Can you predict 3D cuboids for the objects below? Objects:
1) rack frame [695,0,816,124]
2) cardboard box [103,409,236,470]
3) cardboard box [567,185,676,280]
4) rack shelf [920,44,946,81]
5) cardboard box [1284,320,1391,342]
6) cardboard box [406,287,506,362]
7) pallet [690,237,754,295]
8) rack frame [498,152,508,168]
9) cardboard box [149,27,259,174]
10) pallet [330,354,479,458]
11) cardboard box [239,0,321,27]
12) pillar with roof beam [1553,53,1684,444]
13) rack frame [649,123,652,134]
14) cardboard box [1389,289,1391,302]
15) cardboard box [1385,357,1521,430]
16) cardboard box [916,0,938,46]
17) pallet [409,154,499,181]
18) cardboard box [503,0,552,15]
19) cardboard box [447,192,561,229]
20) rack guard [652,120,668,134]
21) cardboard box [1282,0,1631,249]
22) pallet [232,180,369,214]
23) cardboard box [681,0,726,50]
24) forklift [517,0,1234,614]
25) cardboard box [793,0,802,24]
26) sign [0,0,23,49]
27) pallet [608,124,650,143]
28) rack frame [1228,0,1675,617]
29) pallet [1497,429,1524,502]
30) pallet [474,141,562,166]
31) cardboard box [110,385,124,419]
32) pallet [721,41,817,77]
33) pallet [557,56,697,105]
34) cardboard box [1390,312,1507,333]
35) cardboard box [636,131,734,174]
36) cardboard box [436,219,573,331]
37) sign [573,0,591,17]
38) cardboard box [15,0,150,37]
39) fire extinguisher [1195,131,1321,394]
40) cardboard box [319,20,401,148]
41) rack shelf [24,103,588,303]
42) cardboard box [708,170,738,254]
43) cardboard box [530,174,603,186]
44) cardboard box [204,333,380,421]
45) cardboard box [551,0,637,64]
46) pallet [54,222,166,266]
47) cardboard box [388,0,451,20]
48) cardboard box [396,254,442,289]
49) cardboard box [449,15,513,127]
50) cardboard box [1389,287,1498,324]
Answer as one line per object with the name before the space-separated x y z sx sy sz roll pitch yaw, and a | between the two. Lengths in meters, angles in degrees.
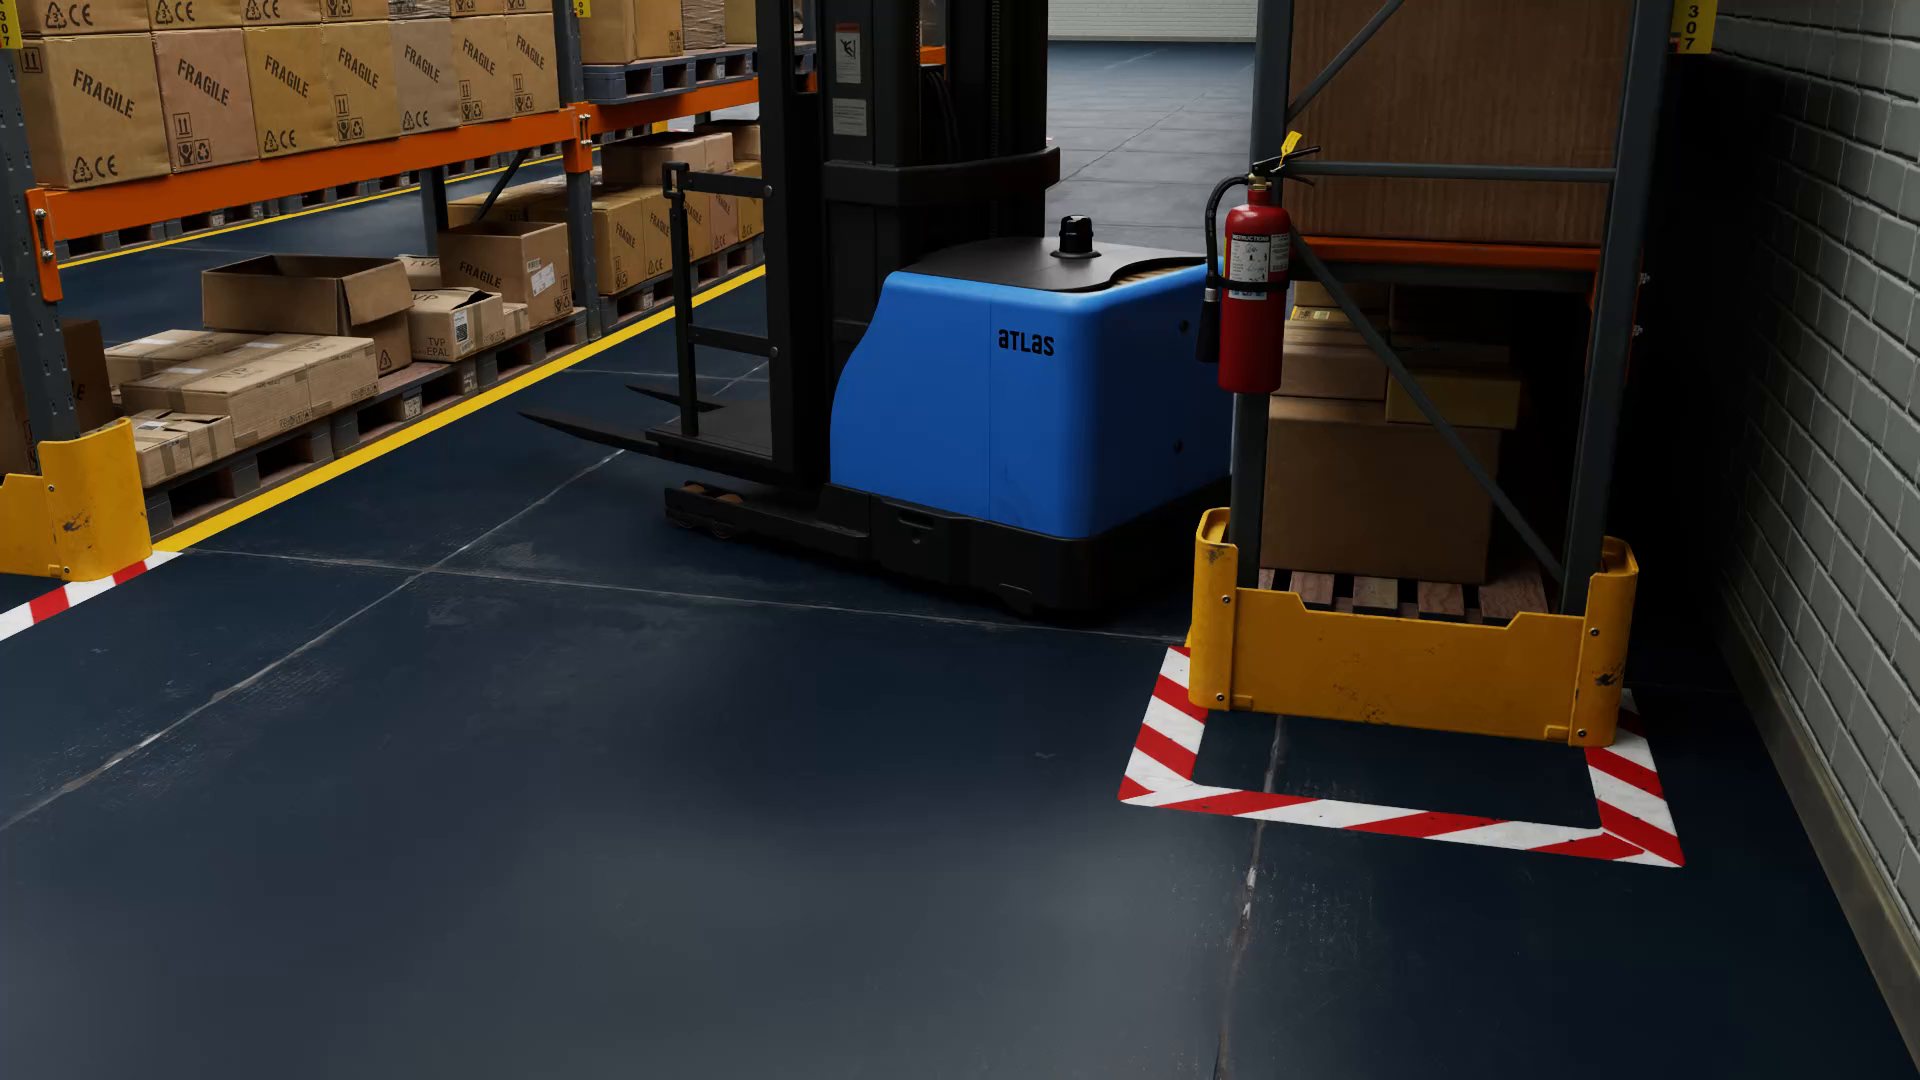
rack frame | -1.586 -3.853 12.826 1.000 3.000 0.127 5 19 13
cardboard box | -3.044 -0.395 6.406 0.380 0.166 0.250 5 19 13
cardboard box | -2.089 -1.925 10.368 0.500 0.500 0.500 5 19 14
rack shelf | -1.097 -4.139 14.778 1.077 0.370 4.000 5 19 13
cardboard box | 1.255 -0.640 5.635 0.380 0.149 0.250 5 20 15
cardboard box | -2.610 -1.099 8.243 0.500 0.311 0.500 5 19 13
pallet | -2.105 -1.921 11.485 1.003 0.211 1.213 5 19 13
rack frame | -5.411 -5.499 17.646 1.000 3.000 0.127 5 19 13
cardboard box | -3.055 -1.673 6.290 0.500 0.500 0.500 4 19 13
pallet | -3.028 -0.680 7.853 1.003 0.211 1.213 5 19 13
cardboard box | -2.929 -2.305 6.593 0.500 0.500 0.500 5 19 14
pillar with roof beam | -1.265 -5.100 7.197 9.100 9.000 0.400 5 19 13
rack frame | -4.433 -6.752 21.316 1.000 3.000 0.127 5 19 13
cardboard box | 1.934 -1.008 6.712 0.380 0.149 0.250 5 19 14
cardboard box | 1.502 -0.450 5.079 0.380 0.149 0.250 5 19 14
cardboard box | -0.506 -5.293 16.889 0.700 0.500 0.500 4 19 12
pallet | -5.565 -3.930 17.367 1.003 0.211 1.213 5 19 13
cardboard box | -2.436 -2.940 8.454 0.500 0.500 0.500 5 19 14
cardboard box | -2.720 -1.801 10.008 0.500 0.500 0.500 5 19 13
rack guard | -4.406 -5.542 21.640 1.175 0.500 0.348 5 19 13
cardboard box | 1.379 -1.258 4.765 0.980 0.700 0.700 6 20 16
pallet | -6.161 -3.165 15.128 1.003 0.211 1.213 5 19 13
cardboard box | -2.039 -3.621 11.343 0.700 0.500 0.500 9 21 24
forklift | -0.496 -1.511 6.078 3.031 2.935 1.130 14 23 35
cardboard box | -1.192 -4.427 14.354 0.500 0.500 0.500 4 19 10
sign | -3.014 -1.712 5.220 0.100 0.325 0.005 5 19 13
pallet | -4.610 -5.151 20.942 1.003 0.211 1.213 5 19 13
rack frame | 1.264 -0.955 4.343 1.000 3.000 0.127 5 19 13
pallet | 1.684 -0.273 6.662 1.003 0.211 1.213 5 19 13
pallet | -5.206 -4.386 18.703 1.003 0.211 1.213 5 19 13
cardboard box | -3.460 -0.522 6.779 0.380 0.166 0.250 5 19 13
pallet | -1.683 -3.544 12.219 1.213 0.211 1.003 5 19 13
pallet | -2.262 -2.750 9.895 1.003 0.211 1.213 5 19 13
cardboard box | 1.686 -0.687 5.774 0.380 0.149 0.250 5 19 14
cardboard box | -1.842 -2.582 11.133 0.500 0.250 0.500 4 19 12
cardboard box | -2.427 -1.423 8.900 0.500 0.500 0.500 5 19 13
sign | -2.035 -2.968 8.897 0.100 0.325 0.005 5 19 13
cardboard box | -3.176 -1.984 5.654 0.500 0.500 0.500 5 20 15
fire extinguisher | 0.780 -0.731 4.384 0.296 0.674 0.183 5 19 13
cardboard box | -2.806 -1.986 7.208 0.500 0.500 0.500 5 19 14
rack shelf | -3.052 -1.632 7.437 1.077 0.370 4.000 5 19 13
cardboard box | -1.836 -2.239 11.289 0.500 0.500 0.500 4 19 11
cardboard box | -2.469 -2.113 10.919 0.500 0.500 0.500 5 19 14
cardboard box | -2.888 -0.714 7.209 0.500 0.250 0.500 5 19 13
cardboard box | -2.230 -2.976 9.455 0.700 0.500 0.500 -2 19 -5
pallet | -6.840 -2.294 12.577 1.003 0.211 1.213 5 19 13
cardboard box | -2.681 -2.622 7.521 0.500 0.500 0.500 5 19 14
cardboard box | -2.875 -1.420 9.184 0.500 0.311 0.500 5 19 13
cardboard box | -2.561 -2.308 8.148 0.500 0.500 0.500 5 20 15
cardboard box | 1.810 -0.848 6.243 0.380 0.149 0.250 5 19 14
